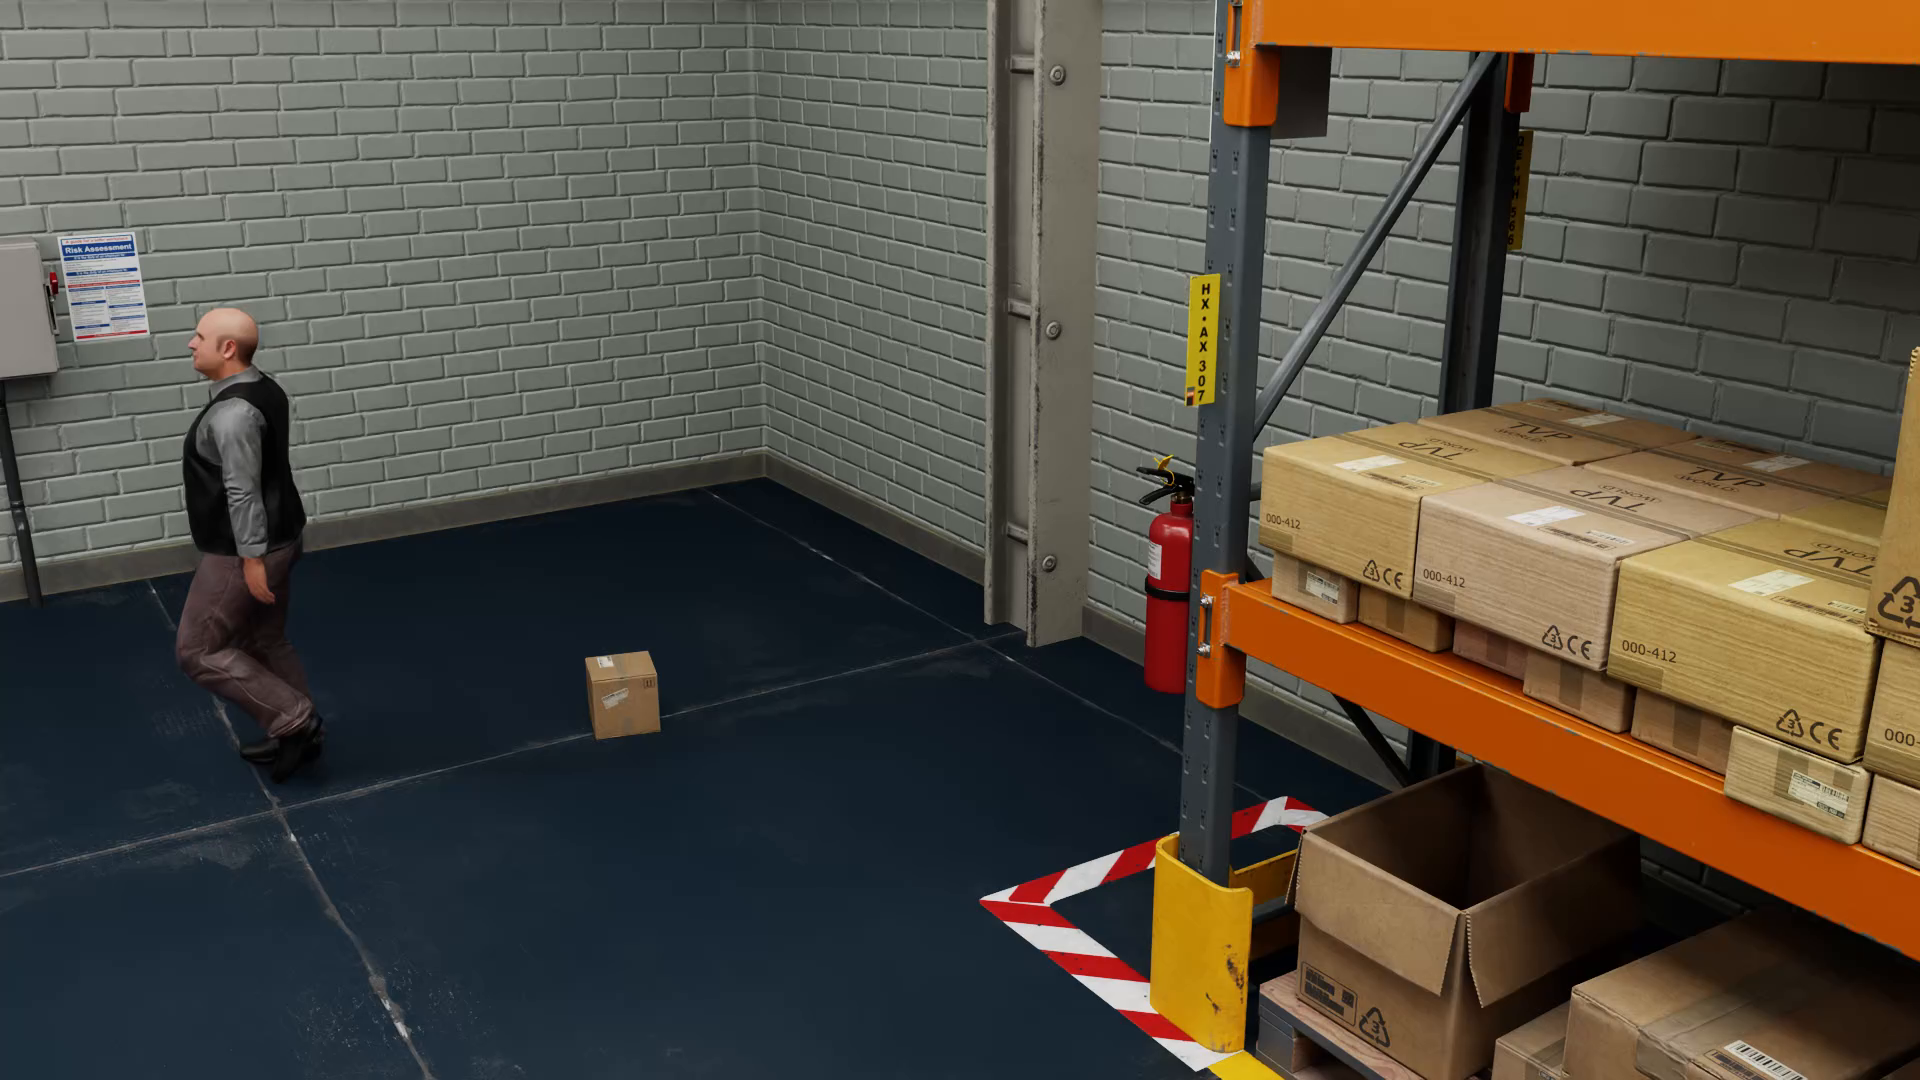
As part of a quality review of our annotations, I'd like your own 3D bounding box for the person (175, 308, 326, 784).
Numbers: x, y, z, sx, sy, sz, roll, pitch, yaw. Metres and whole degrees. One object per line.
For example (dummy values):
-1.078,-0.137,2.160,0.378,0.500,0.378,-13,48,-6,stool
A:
-2.570,0.039,5.926,0.437,1.733,0.546,-3,18,-8,person
